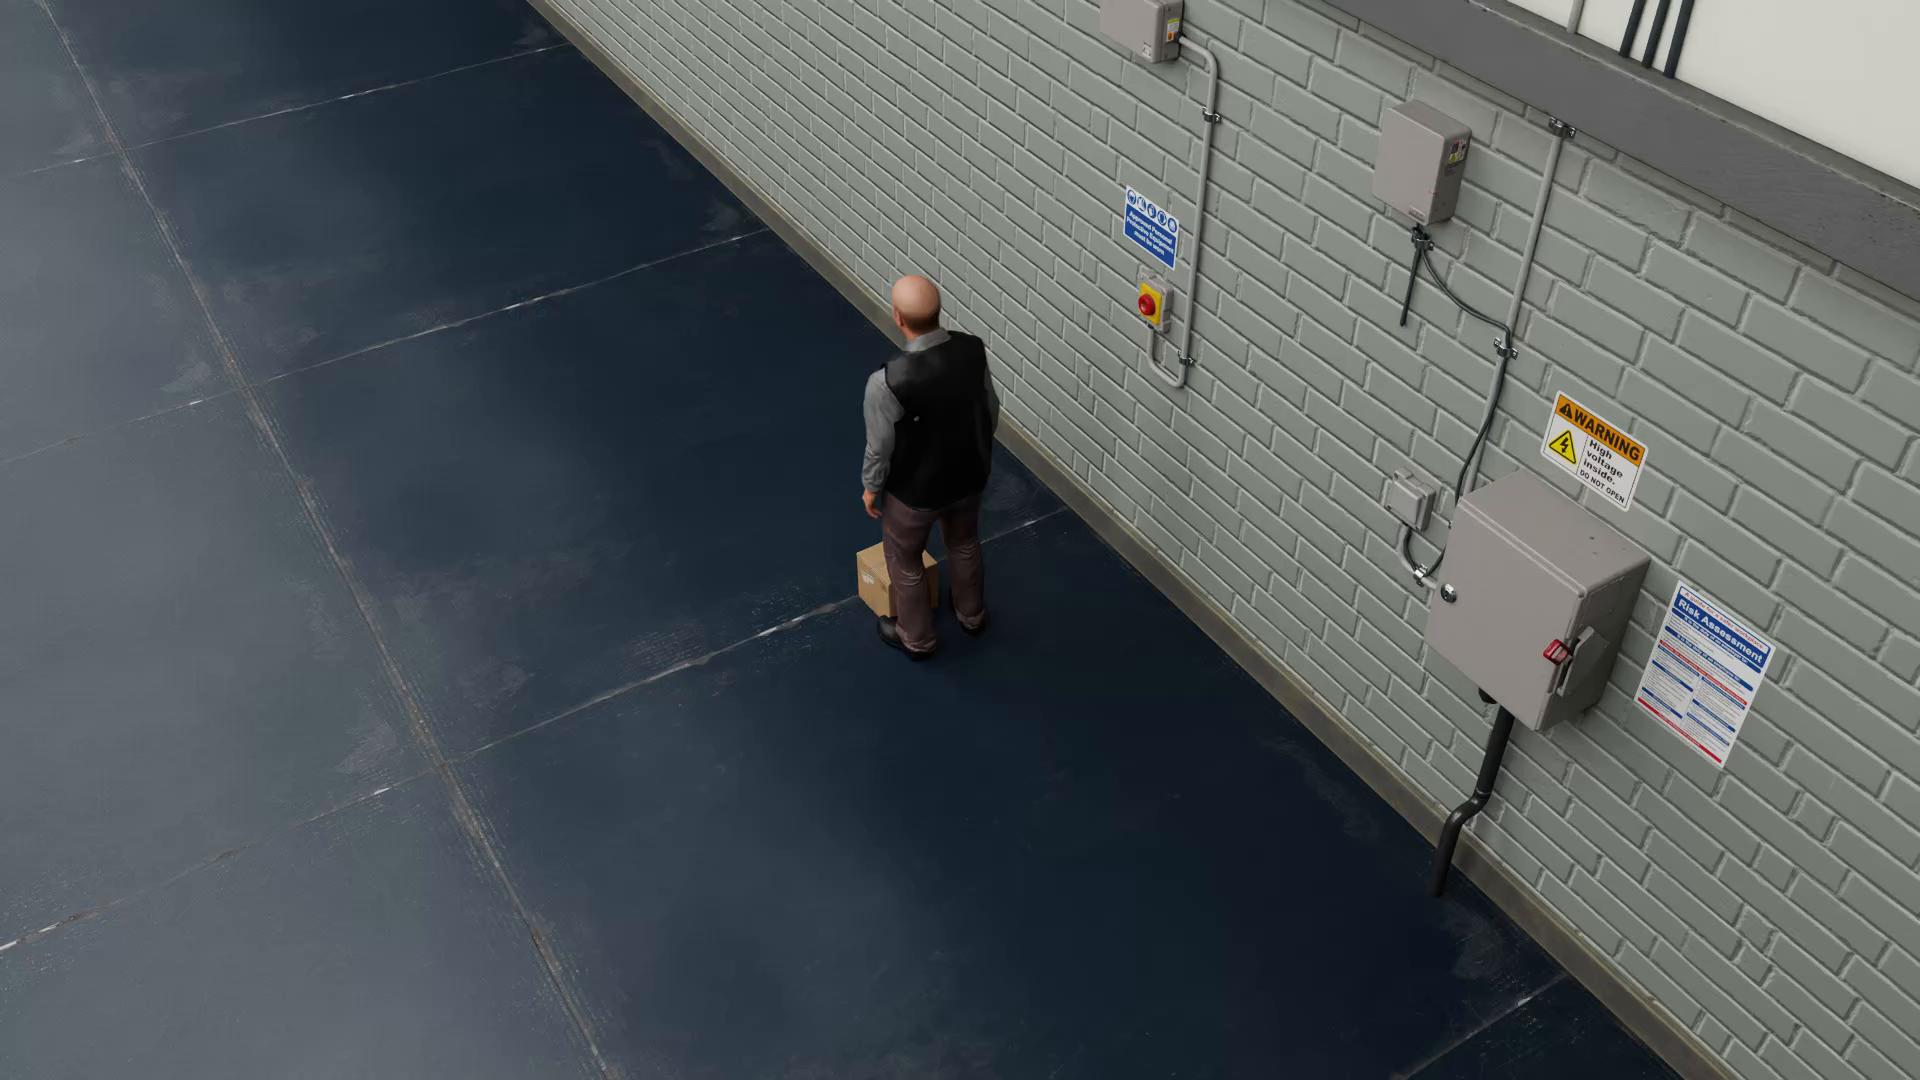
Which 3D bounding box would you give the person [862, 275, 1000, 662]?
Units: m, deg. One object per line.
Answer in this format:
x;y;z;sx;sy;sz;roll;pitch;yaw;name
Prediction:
-0.105;-0.242;6.458;0.580;1.721;0.416;-22;45;-24;person
